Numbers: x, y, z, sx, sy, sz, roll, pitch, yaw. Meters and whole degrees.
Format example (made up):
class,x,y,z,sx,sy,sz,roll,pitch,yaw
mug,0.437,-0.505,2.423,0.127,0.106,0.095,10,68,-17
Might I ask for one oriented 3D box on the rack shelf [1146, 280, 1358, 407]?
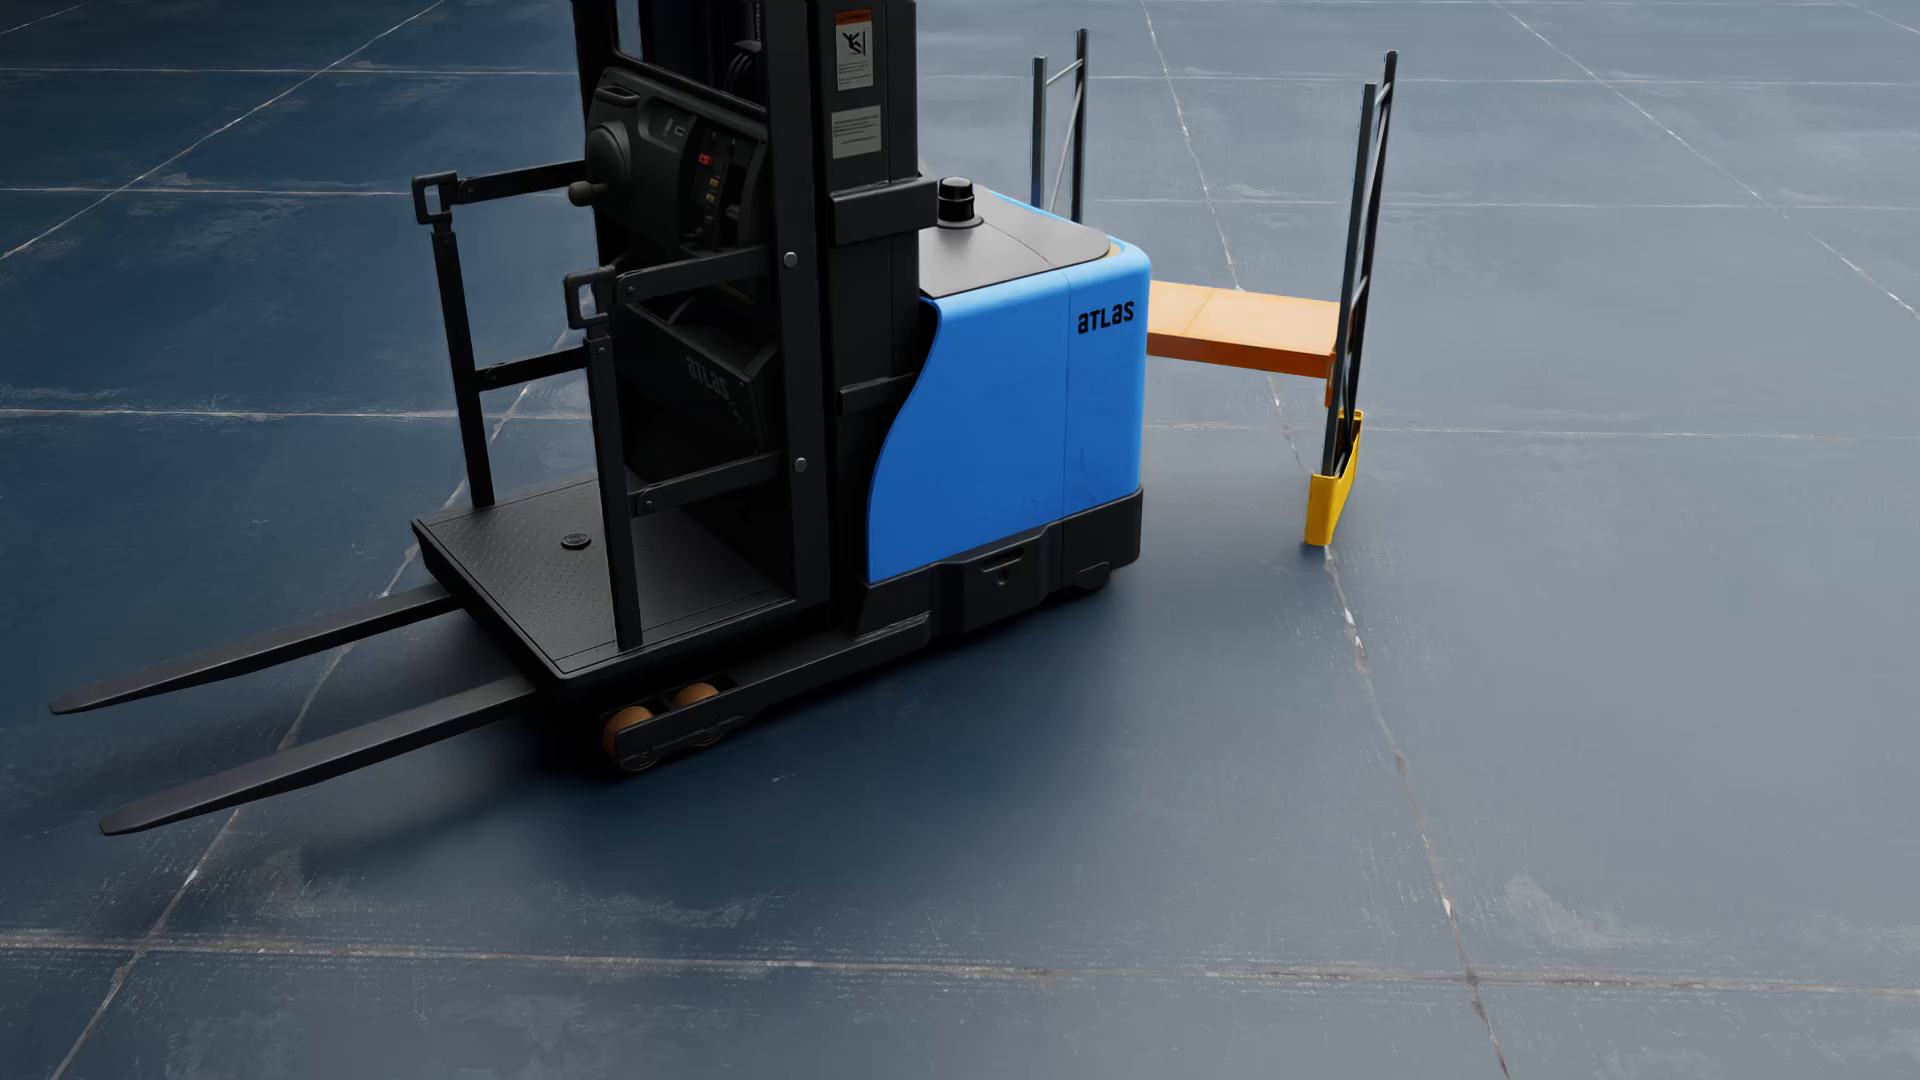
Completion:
class,x,y,z,sx,sy,sz,roll,pitch,yaw
rack shelf,0.807,-0.700,5.642,1.000,0.185,0.538,10,30,18

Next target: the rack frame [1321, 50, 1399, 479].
class,x,y,z,sx,sy,sz,roll,pitch,yaw
rack frame,1.283,-0.775,5.399,0.032,1.500,0.500,10,30,18

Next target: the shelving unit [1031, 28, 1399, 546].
class,x,y,z,sx,sy,sz,roll,pitch,yaw
shelving unit,0.816,-0.858,5.555,1.083,1.500,0.587,10,30,18

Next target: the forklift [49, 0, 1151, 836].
class,x,y,z,sx,sy,sz,roll,pitch,yaw
forklift,-0.919,-0.967,4.232,3.031,2.935,1.130,-19,33,-31

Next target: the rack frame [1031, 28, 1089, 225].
class,x,y,z,sx,sy,sz,roll,pitch,yaw
rack frame,0.332,-0.943,5.716,0.032,1.500,0.500,10,30,18

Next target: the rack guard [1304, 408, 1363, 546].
class,x,y,z,sx,sy,sz,roll,pitch,yaw
rack guard,1.281,-0.223,5.692,0.087,0.250,0.587,10,30,18
